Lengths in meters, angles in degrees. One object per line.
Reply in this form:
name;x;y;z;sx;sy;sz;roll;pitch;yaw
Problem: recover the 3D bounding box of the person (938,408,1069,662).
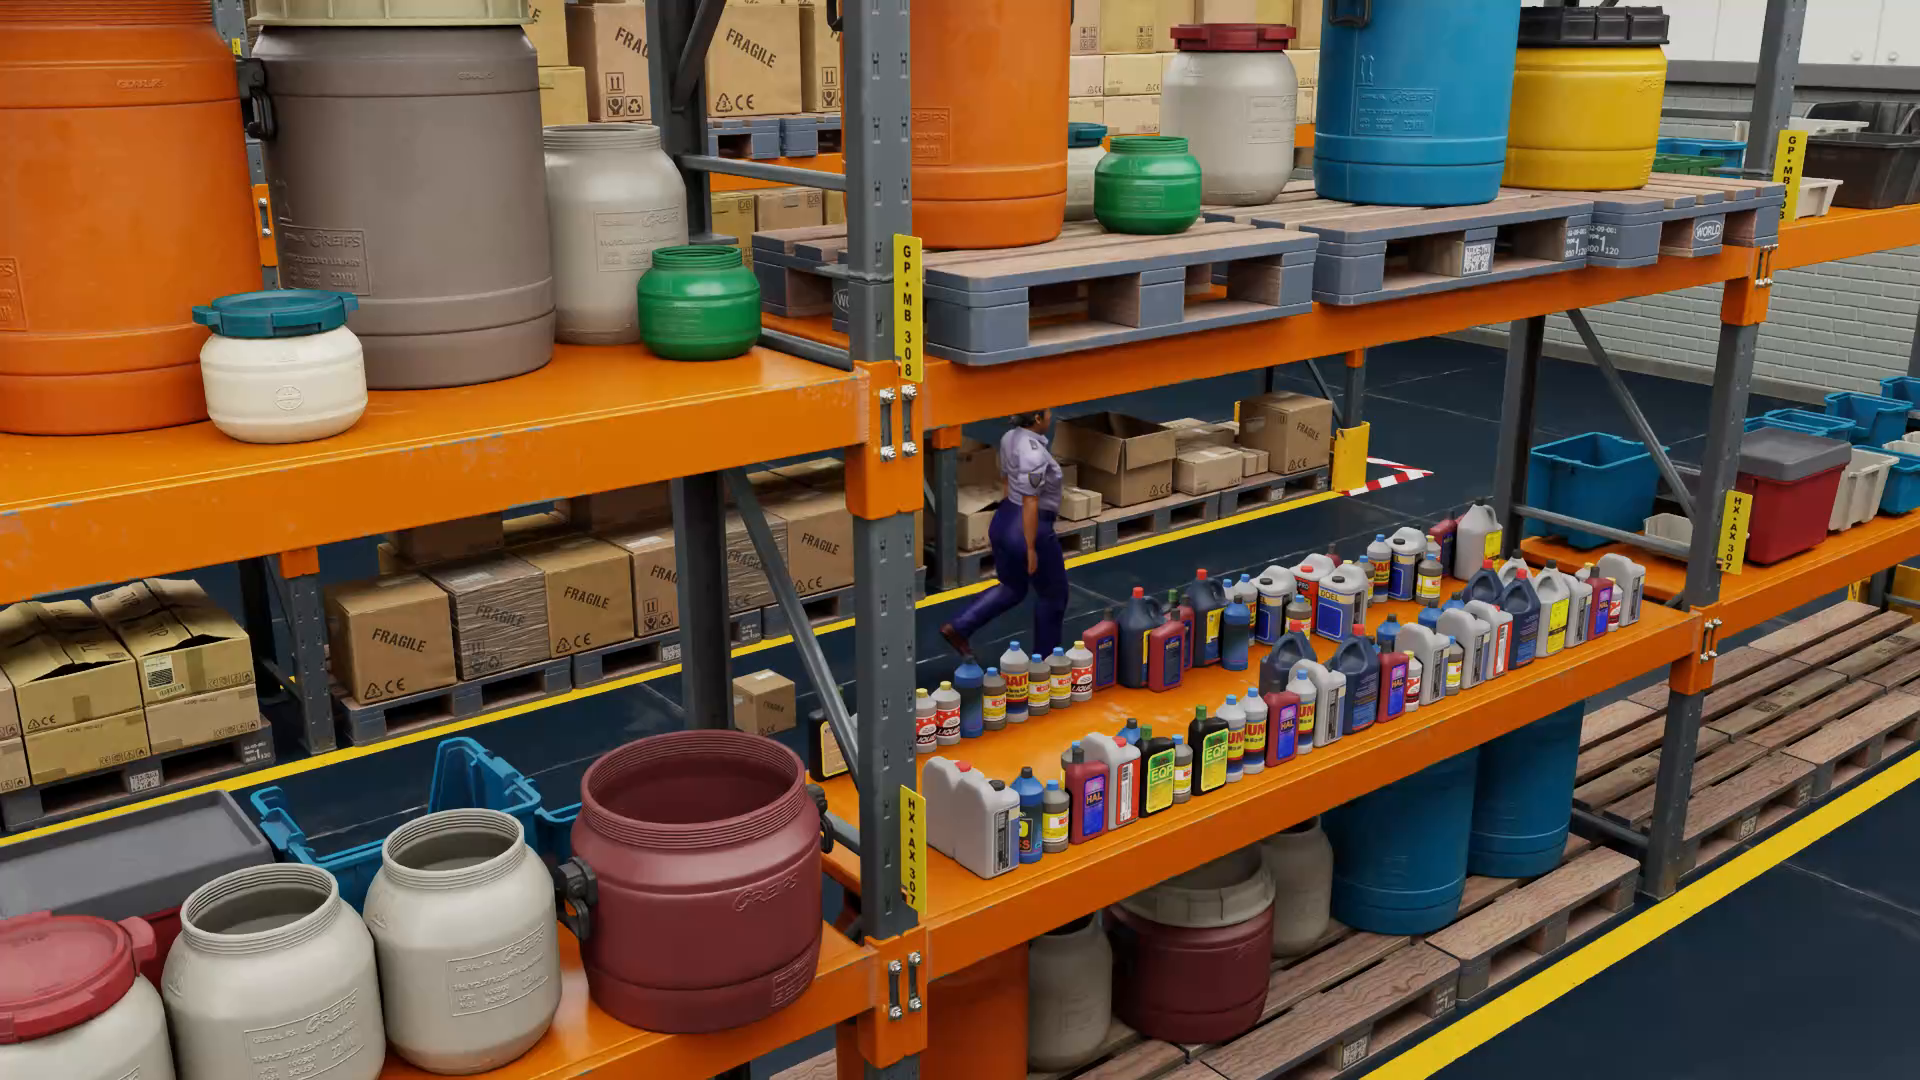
person;0.304;-0.036;9.152;0.800;1.611;0.484;-6;19;-19
